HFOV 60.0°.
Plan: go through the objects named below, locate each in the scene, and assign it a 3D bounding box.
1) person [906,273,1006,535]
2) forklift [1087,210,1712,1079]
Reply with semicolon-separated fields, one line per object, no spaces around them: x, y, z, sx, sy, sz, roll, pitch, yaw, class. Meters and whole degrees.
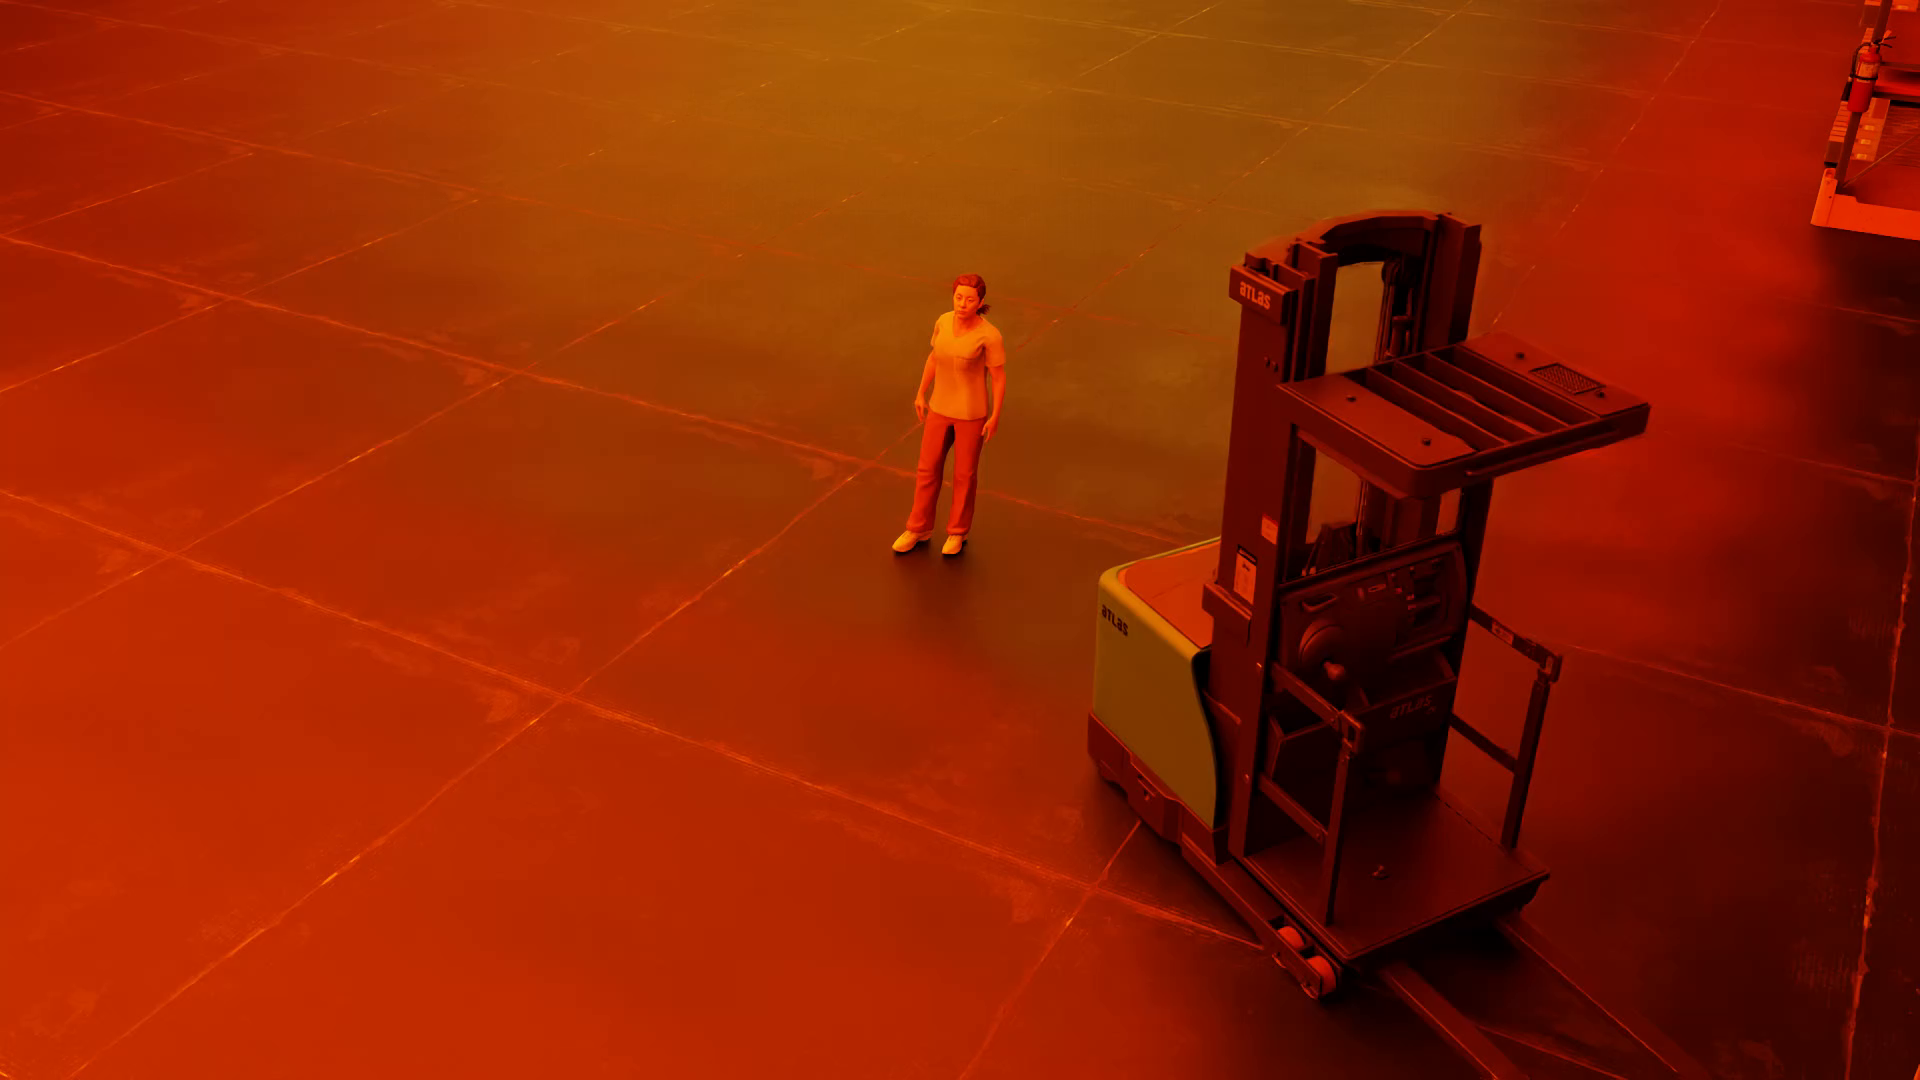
-0.009;-0.756;9.555;0.535;1.609;0.427;15;33;25;person
1.759;0.335;6.490;1.130;2.935;3.031;-15;33;-24;forklift
